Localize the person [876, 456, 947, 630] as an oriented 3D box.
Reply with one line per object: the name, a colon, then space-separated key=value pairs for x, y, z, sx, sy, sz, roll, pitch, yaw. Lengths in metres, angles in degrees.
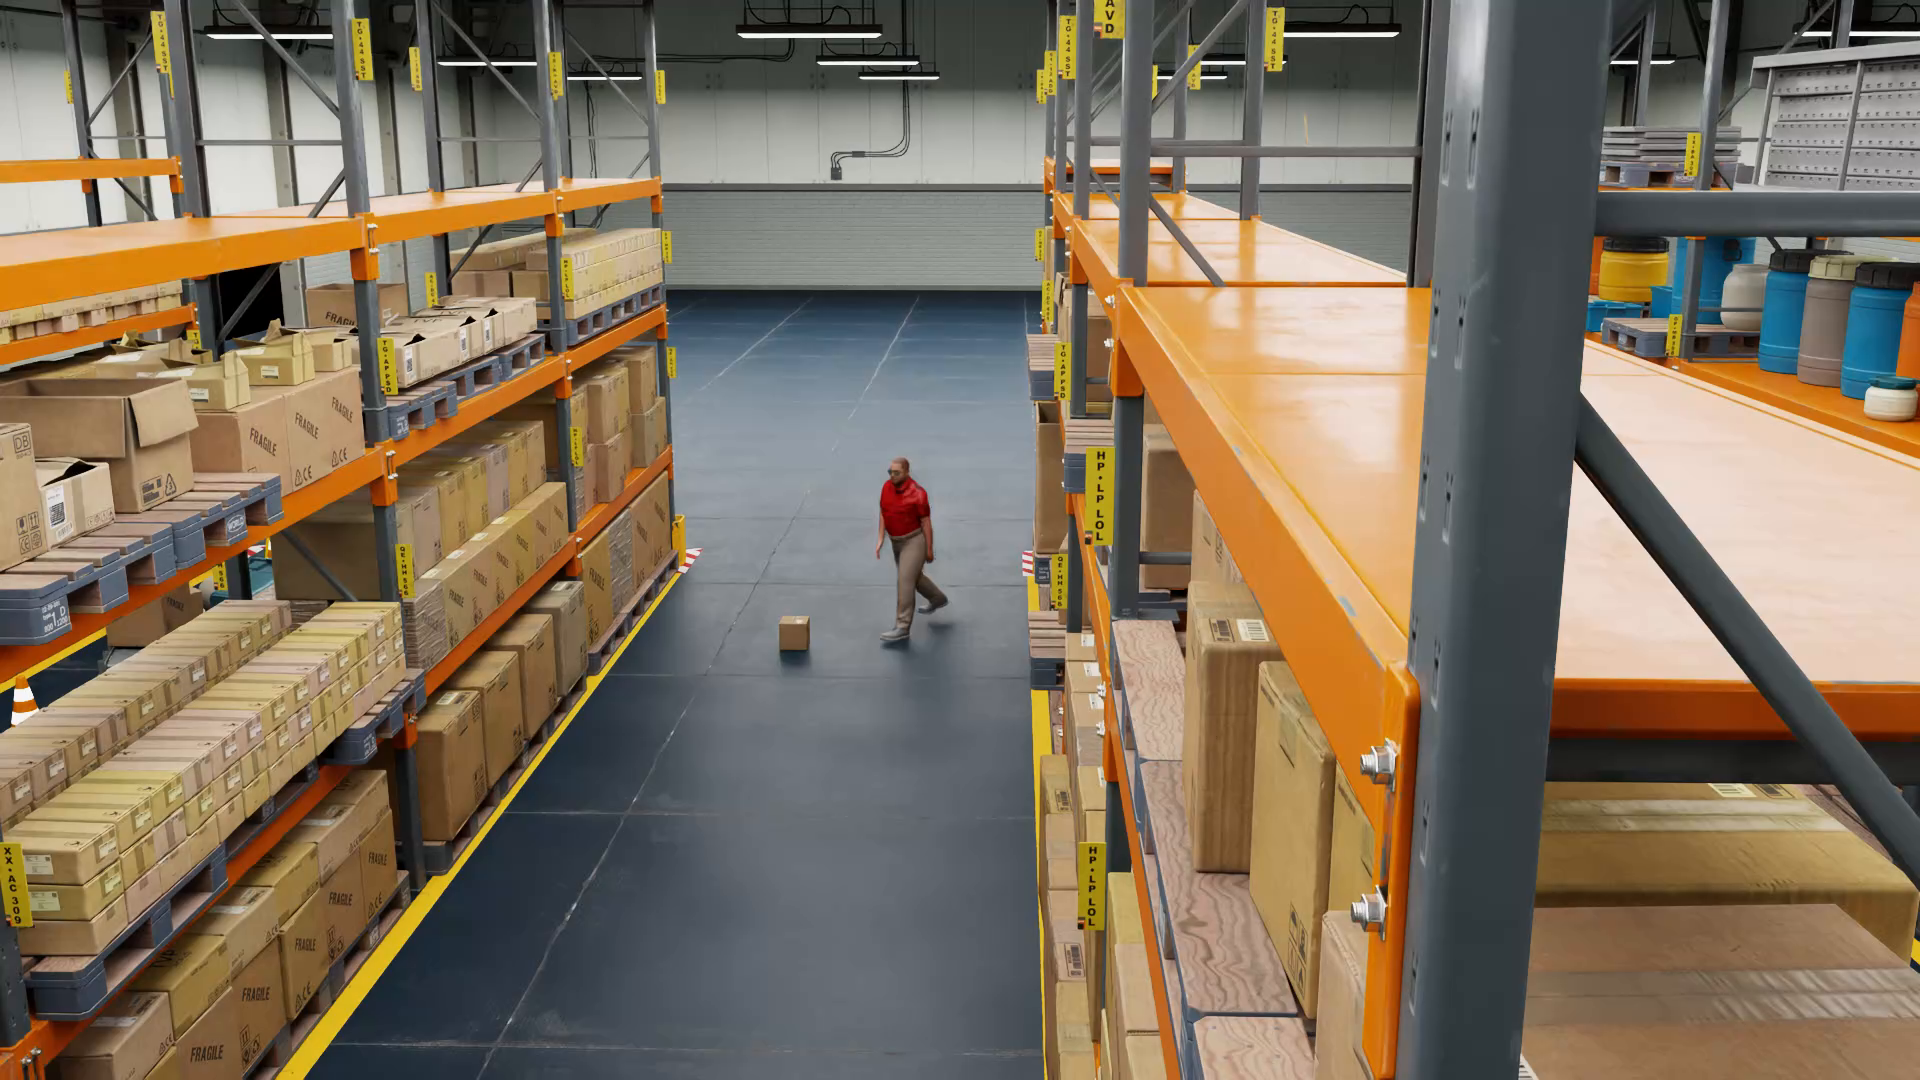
person: x=-0.384 y=-0.018 z=15.489 sx=0.782 sy=1.616 sz=0.534 roll=-11 pitch=17 yaw=-37
